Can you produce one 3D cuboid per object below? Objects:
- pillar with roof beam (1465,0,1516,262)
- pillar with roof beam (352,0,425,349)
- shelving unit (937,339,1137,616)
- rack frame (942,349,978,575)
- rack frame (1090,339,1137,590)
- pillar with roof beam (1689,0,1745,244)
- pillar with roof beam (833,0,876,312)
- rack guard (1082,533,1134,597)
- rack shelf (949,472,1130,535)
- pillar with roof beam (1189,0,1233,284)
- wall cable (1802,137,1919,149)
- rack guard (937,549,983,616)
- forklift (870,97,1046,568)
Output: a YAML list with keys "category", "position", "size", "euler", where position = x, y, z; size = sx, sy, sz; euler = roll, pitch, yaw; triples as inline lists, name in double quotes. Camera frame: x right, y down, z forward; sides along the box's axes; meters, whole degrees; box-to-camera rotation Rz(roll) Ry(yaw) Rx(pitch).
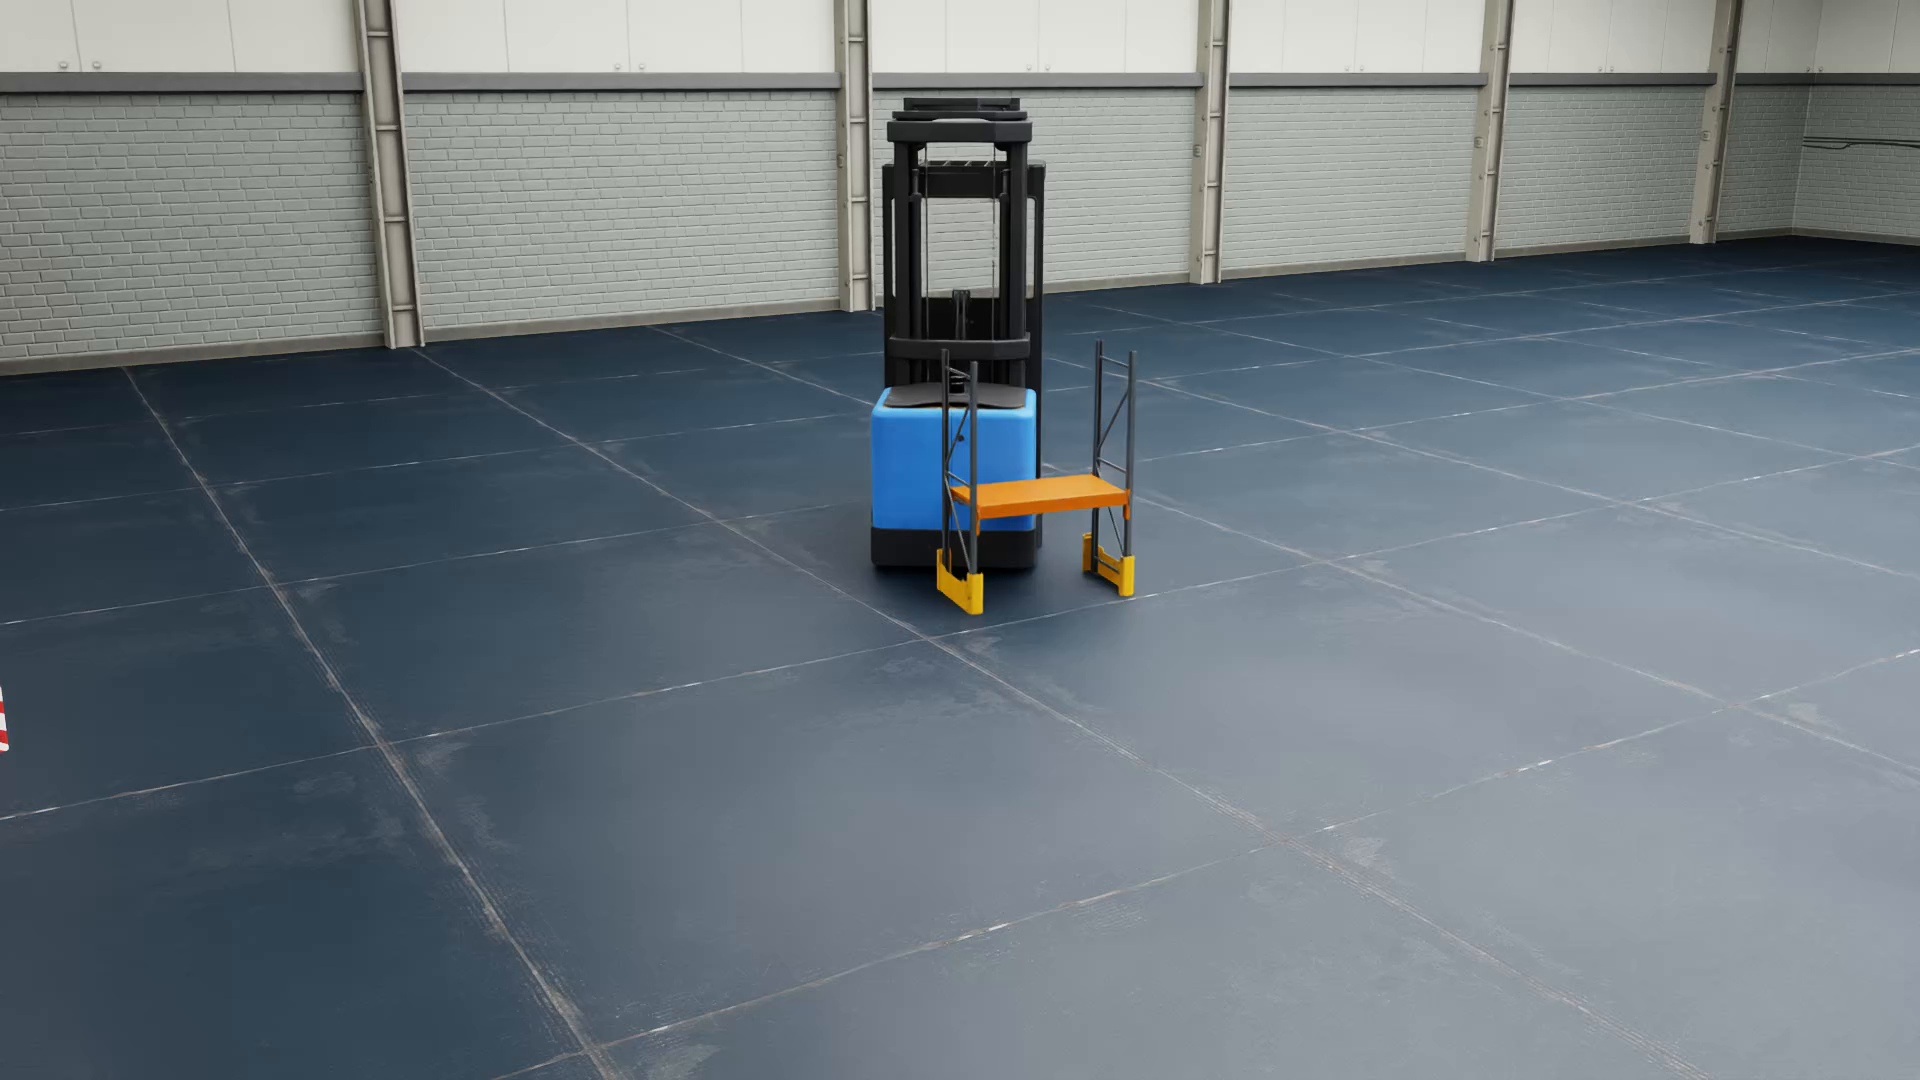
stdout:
- category: "pillar with roof beam"
  position: [11.113, -8.127, 23.731]
  size: [0.400, 9.000, 9.100]
  euler: [-9, 18, -30]
- category: "pillar with roof beam"
  position: [-4.317, -5.625, 14.805]
  size: [0.400, 9.000, 9.100]
  euler: [-9, 18, -30]
- category: "shelving unit"
  position: [0.460, -0.402, 10.063]
  size: [1.083, 1.500, 0.587]
  euler: [-6, 17, -21]
- category: "rack frame"
  position: [-0.005, -0.352, 9.887]
  size: [0.032, 1.500, 0.500]
  euler: [-6, 17, -21]
- category: "rack frame"
  position: [0.942, -0.452, 10.245]
  size: [0.032, 1.500, 0.500]
  euler: [-6, 17, -21]
- category: "pillar with roof beam"
  position: [16.256, -8.961, 26.706]
  size: [0.400, 9.000, 9.100]
  euler: [-9, 18, -30]
- category: "pillar with roof beam"
  position: [0.827, -6.459, 17.780]
  size: [0.400, 9.000, 9.100]
  euler: [-9, 18, -30]
- category: "rack guard"
  position: [0.923, 0.151, 10.407]
  size: [0.087, 0.250, 0.587]
  euler: [-6, 17, -21]
- category: "rack shelf"
  position: [0.468, -0.229, 10.115]
  size: [1.000, 0.185, 0.538]
  euler: [-6, 17, -21]
- category: "pillar with roof beam"
  position: [5.970, -7.293, 20.756]
  size: [0.400, 9.000, 9.100]
  euler: [-9, 18, -30]
- category: "wall cable"
  position: [17.245, -8.566, 31.048]
  size: [0.112, 2.526, 3.097]
  euler: [-9, 18, -30]
- category: "rack guard"
  position: [-0.004, 0.249, 10.057]
  size: [0.087, 0.250, 0.587]
  euler: [-6, 17, -21]
- category: "forklift"
  position: [0.037, -1.579, 11.613]
  size: [1.130, 2.935, 3.031]
  euler: [1, 16, 3]
